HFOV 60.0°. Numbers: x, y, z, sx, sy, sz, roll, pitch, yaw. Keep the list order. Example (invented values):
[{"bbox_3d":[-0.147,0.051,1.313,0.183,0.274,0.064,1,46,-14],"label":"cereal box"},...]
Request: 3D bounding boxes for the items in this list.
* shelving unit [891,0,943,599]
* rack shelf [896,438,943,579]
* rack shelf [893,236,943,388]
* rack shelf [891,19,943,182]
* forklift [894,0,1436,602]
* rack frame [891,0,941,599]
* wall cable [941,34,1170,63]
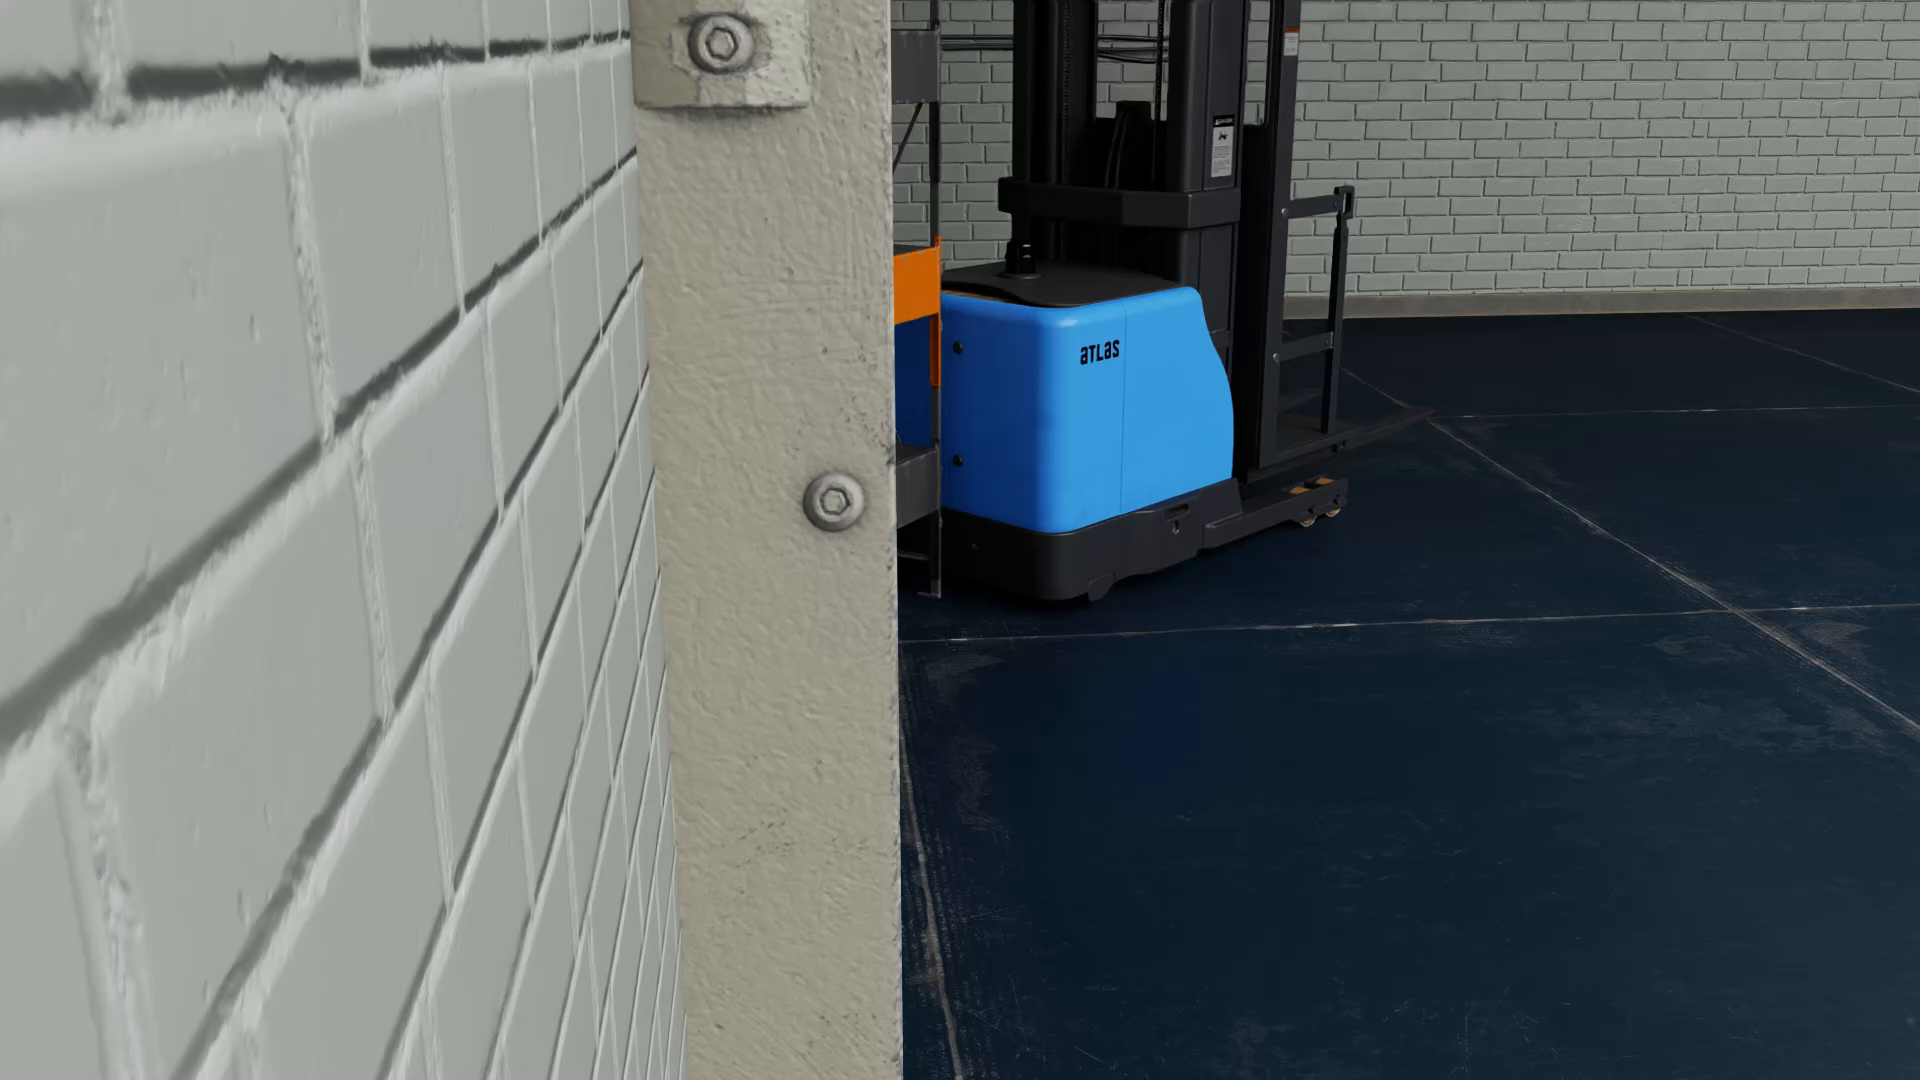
[{"bbox_3d":[-0.362,-0.760,5.584,0.431,2.100,0.503,9,19,28],"label":"shelving unit"},{"bbox_3d":[-0.364,-0.077,5.793,0.431,0.518,0.480,9,19,28],"label":"rack shelf"},{"bbox_3d":[-0.362,-0.747,5.588,0.431,0.518,0.480,9,19,28],"label":"rack shelf"},{"bbox_3d":[-0.359,-1.416,5.384,0.431,0.518,0.480,9,19,28],"label":"rack shelf"},{"bbox_3d":[0.984,-1.544,6.702,1.130,2.935,3.031,16,23,41],"label":"forklift"},{"bbox_3d":[-0.243,-0.822,5.788,0.400,2.100,0.015,9,19,28],"label":"rack frame"},{"bbox_3d":[0.138,-4.271,10.442,3.097,2.526,0.112,-2,18,-6],"label":"wall cable"}]
